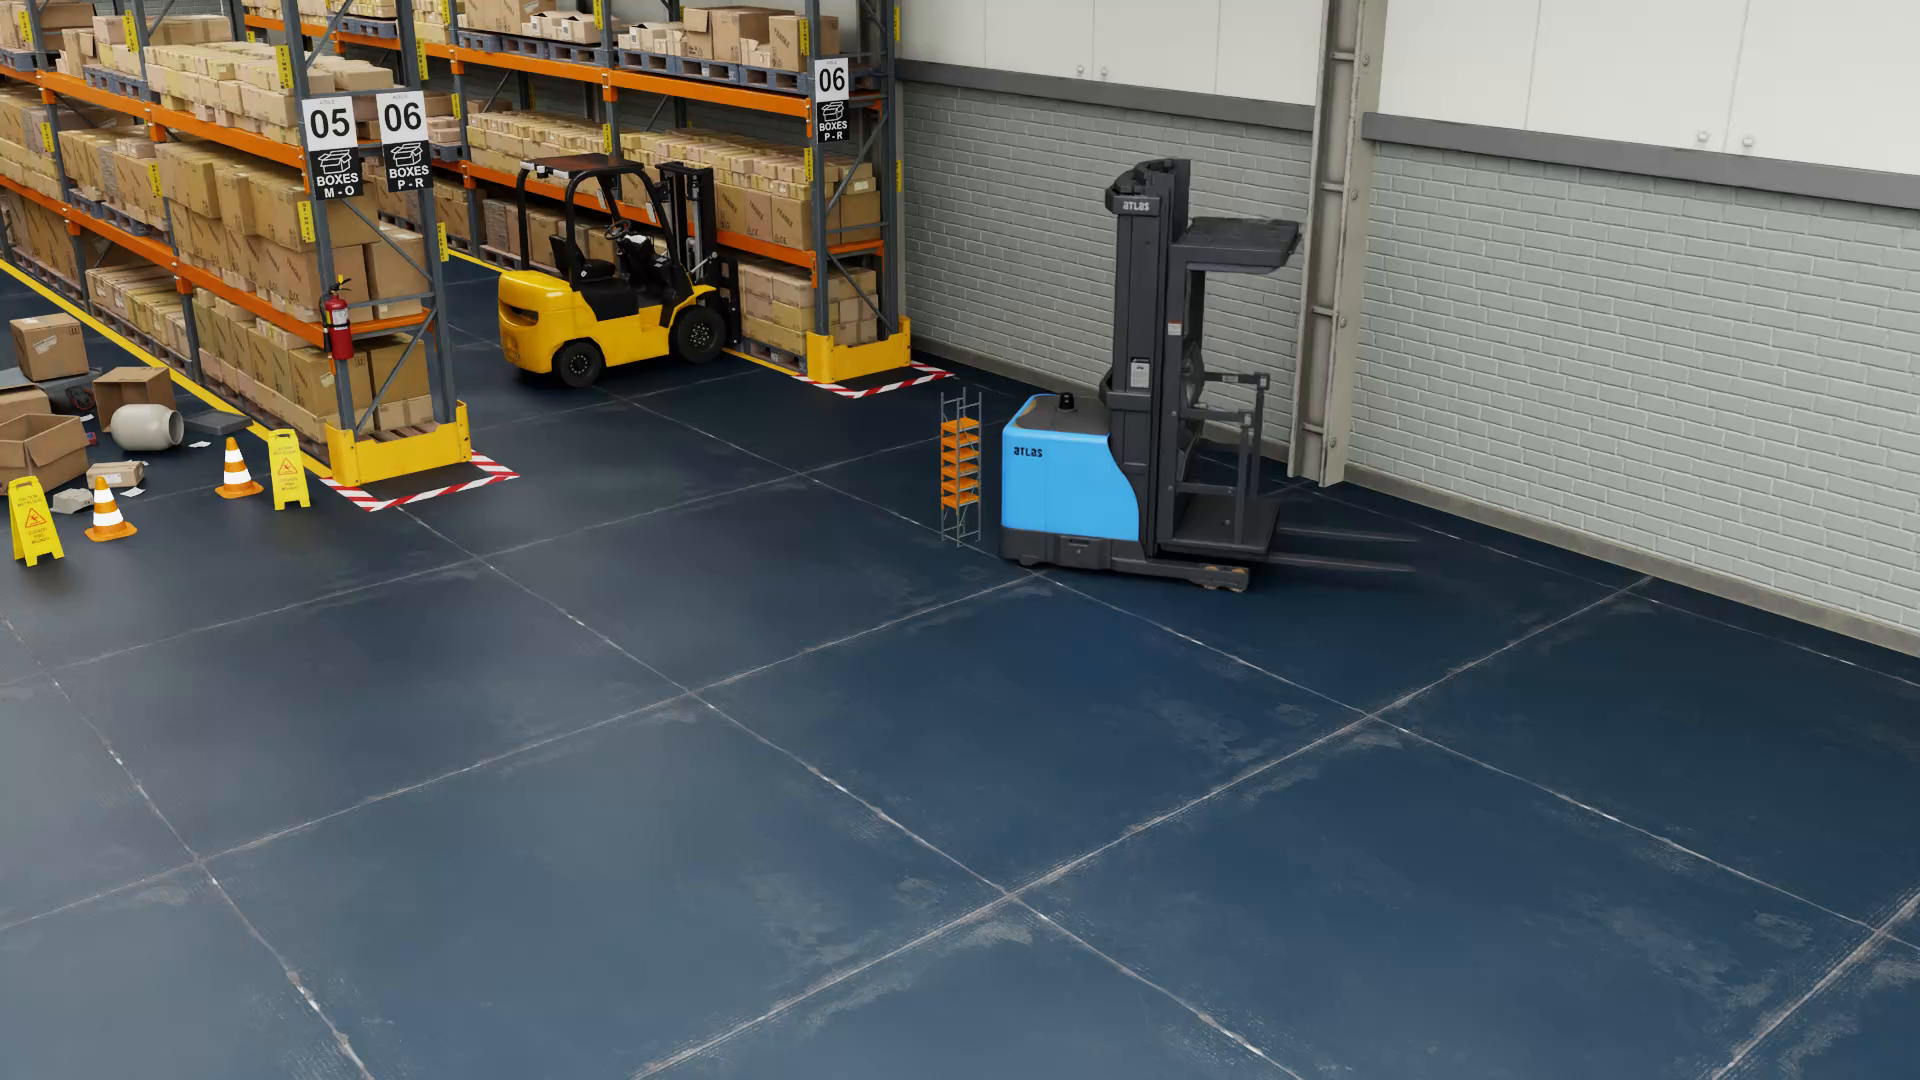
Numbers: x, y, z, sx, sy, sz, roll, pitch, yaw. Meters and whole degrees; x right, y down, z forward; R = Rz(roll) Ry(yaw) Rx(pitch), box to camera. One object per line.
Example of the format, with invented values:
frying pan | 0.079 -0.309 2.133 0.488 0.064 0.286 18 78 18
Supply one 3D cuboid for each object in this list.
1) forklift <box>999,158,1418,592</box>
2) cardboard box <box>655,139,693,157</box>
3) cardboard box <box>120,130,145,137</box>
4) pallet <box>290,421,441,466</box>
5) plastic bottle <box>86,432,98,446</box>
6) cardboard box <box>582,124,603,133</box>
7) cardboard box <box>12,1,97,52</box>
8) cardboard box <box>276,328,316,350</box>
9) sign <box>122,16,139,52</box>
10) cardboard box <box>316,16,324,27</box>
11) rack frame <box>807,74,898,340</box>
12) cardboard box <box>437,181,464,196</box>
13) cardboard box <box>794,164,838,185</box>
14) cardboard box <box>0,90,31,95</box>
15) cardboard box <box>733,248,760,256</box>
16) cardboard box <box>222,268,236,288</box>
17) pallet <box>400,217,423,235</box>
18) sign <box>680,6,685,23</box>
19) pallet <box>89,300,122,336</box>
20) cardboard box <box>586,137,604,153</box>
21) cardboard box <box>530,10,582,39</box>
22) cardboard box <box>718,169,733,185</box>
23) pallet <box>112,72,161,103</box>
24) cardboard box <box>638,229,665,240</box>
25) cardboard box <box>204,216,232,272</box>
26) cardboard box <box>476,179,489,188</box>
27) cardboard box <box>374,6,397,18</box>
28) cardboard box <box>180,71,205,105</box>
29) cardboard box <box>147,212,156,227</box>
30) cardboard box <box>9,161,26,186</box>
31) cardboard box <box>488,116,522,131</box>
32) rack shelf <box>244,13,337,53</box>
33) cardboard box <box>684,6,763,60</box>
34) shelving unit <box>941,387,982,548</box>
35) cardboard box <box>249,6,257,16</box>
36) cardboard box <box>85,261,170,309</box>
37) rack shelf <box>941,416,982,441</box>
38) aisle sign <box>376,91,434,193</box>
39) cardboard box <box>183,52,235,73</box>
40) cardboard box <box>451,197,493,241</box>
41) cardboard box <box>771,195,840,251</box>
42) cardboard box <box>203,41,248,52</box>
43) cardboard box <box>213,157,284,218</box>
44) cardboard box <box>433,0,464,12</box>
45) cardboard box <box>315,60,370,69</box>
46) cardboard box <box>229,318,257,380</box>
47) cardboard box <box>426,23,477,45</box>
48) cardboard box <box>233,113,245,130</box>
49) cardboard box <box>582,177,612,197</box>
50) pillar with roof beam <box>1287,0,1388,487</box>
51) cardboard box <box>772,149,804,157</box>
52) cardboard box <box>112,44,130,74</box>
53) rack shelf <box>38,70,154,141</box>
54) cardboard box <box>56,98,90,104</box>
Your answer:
forklift | 1.871 -1.203 12.037 3.031 2.935 1.130 6 22 15
cardboard box | -3.196 -4.404 18.681 0.380 0.149 0.250 -17 27 -36
cardboard box | -9.198 -4.394 18.968 0.500 0.500 0.500 -18 28 -38
pallet | -5.382 -0.958 15.140 1.003 0.211 1.213 -17 27 -37
plastic bottle | -8.018 -0.936 15.291 0.133 0.061 0.283 -12 25 -28
cardboard box | -4.541 -5.152 20.998 0.380 0.149 0.250 -18 27 -38
cardboard box | -10.411 -5.921 19.159 0.797 0.503 0.637 -20 29 -41
cardboard box | -5.840 -1.814 14.778 0.380 0.149 0.250 -16 27 -36
sign | -7.858 -4.795 15.752 0.100 0.325 0.005 -17 27 -37
cardboard box | -9.520 -7.878 25.215 0.380 0.149 0.250 -18 27 -38
rack frame | -1.071 -3.185 17.003 1.000 3.000 0.127 -17 27 -37
cardboard box | -7.147 -4.957 23.488 0.380 0.149 0.250 -19 28 -39
cardboard box | -1.464 -3.721 16.937 0.380 0.149 0.250 -17 27 -37
cardboard box | -12.239 -5.506 21.421 0.500 0.500 0.500 -18 27 -38
cardboard box | -2.218 -3.165 18.775 0.500 0.250 0.500 -18 28 -38
cardboard box | -6.649 -2.472 15.526 0.380 0.149 0.250 -17 27 -37
pallet | -7.544 -4.649 24.565 1.003 0.211 1.213 -17 27 -37
sign | -3.262 -6.097 19.507 0.100 0.325 0.005 -17 27 -37
pallet | -9.542 -2.698 19.583 1.003 0.211 1.213 -17 27 -37
cardboard box | -4.255 -4.747 19.965 0.380 0.149 0.250 -18 28 -38
cardboard box | -4.840 -6.242 20.103 0.500 0.311 0.500 -19 28 -39
cardboard box | -2.365 -3.911 17.831 0.380 0.149 0.250 -17 27 -37
pallet | -7.762 -4.613 16.793 1.213 0.211 1.003 -17 27 -37
cardboard box | -3.604 -3.463 19.535 0.500 0.250 0.500 -18 28 -38
cardboard box | -6.701 -2.830 15.551 0.500 0.500 0.500 -18 28 -38
cardboard box | -6.773 -5.077 23.795 0.380 0.149 0.250 -17 27 -37
cardboard box | -7.987 -7.427 23.351 0.380 0.149 0.250 -17 27 -36
cardboard box | -6.699 -4.104 15.035 0.500 0.250 0.500 -17 27 -37
cardboard box | -8.144 -3.340 17.166 0.380 0.149 0.250 -18 28 -39
cardboard box | -11.594 -4.635 20.911 0.500 0.250 0.500 -18 28 -38
cardboard box | -5.946 -5.447 21.753 0.380 0.149 0.250 -17 27 -36
rack shelf | -10.209 -8.115 26.463 1.077 0.370 4.000 -17 27 -37
cardboard box | -2.490 -5.414 17.726 0.797 0.503 0.637 -16 27 -36
shelving unit | 0.009 -0.555 12.755 0.258 1.200 0.189 -17 27 -37
cardboard box | -11.483 -8.742 27.422 0.380 0.149 0.250 -17 27 -36
cardboard box | -9.690 -3.026 19.625 0.950 0.372 0.625 -20 29 -41
rack shelf | 0.009 -0.849 12.640 0.258 0.103 0.180 -17 27 -37
aisle sign | -4.553 -3.270 13.654 0.394 0.787 0.004 -17 27 -37
cardboard box | -6.773 -4.318 15.035 0.380 0.149 0.250 -19 28 -39
cardboard box | -6.732 -4.493 23.193 0.500 0.500 0.500 -16 27 -36
cardboard box | -1.591 -3.305 17.172 0.500 0.500 0.500 -18 28 -39
cardboard box | -7.068 -4.723 16.068 0.380 0.149 0.250 -17 27 -36
cardboard box | -6.284 -3.171 15.052 0.700 0.500 0.500 -18 27 -38
cardboard box | -6.833 -7.169 22.312 0.380 0.149 0.250 -19 28 -39
cardboard box | -5.307 -4.037 14.316 0.380 0.149 0.250 -18 27 -38
cardboard box | -6.564 -1.856 15.776 0.500 0.500 0.500 -16 26 -35
cardboard box | -6.812 -6.806 22.341 0.500 0.250 0.500 -19 28 -39
cardboard box | -6.088 -3.675 14.484 0.380 0.149 0.250 -18 28 -39
cardboard box | -4.209 -4.297 20.049 0.500 0.250 0.500 -17 27 -36
pillar with roof beam | -0.187 -3.703 10.099 9.100 9.000 0.400 -17 27 -37
cardboard box | -1.798 -4.105 17.916 0.380 0.149 0.250 -16 27 -36
cardboard box | -8.257 -4.898 16.893 0.500 0.250 0.500 -17 27 -37
rack shelf | -8.745 -4.722 17.800 1.077 0.370 4.000 -17 27 -37
cardboard box | -10.845 -5.201 20.641 0.500 0.500 0.500 -17 27 -36
